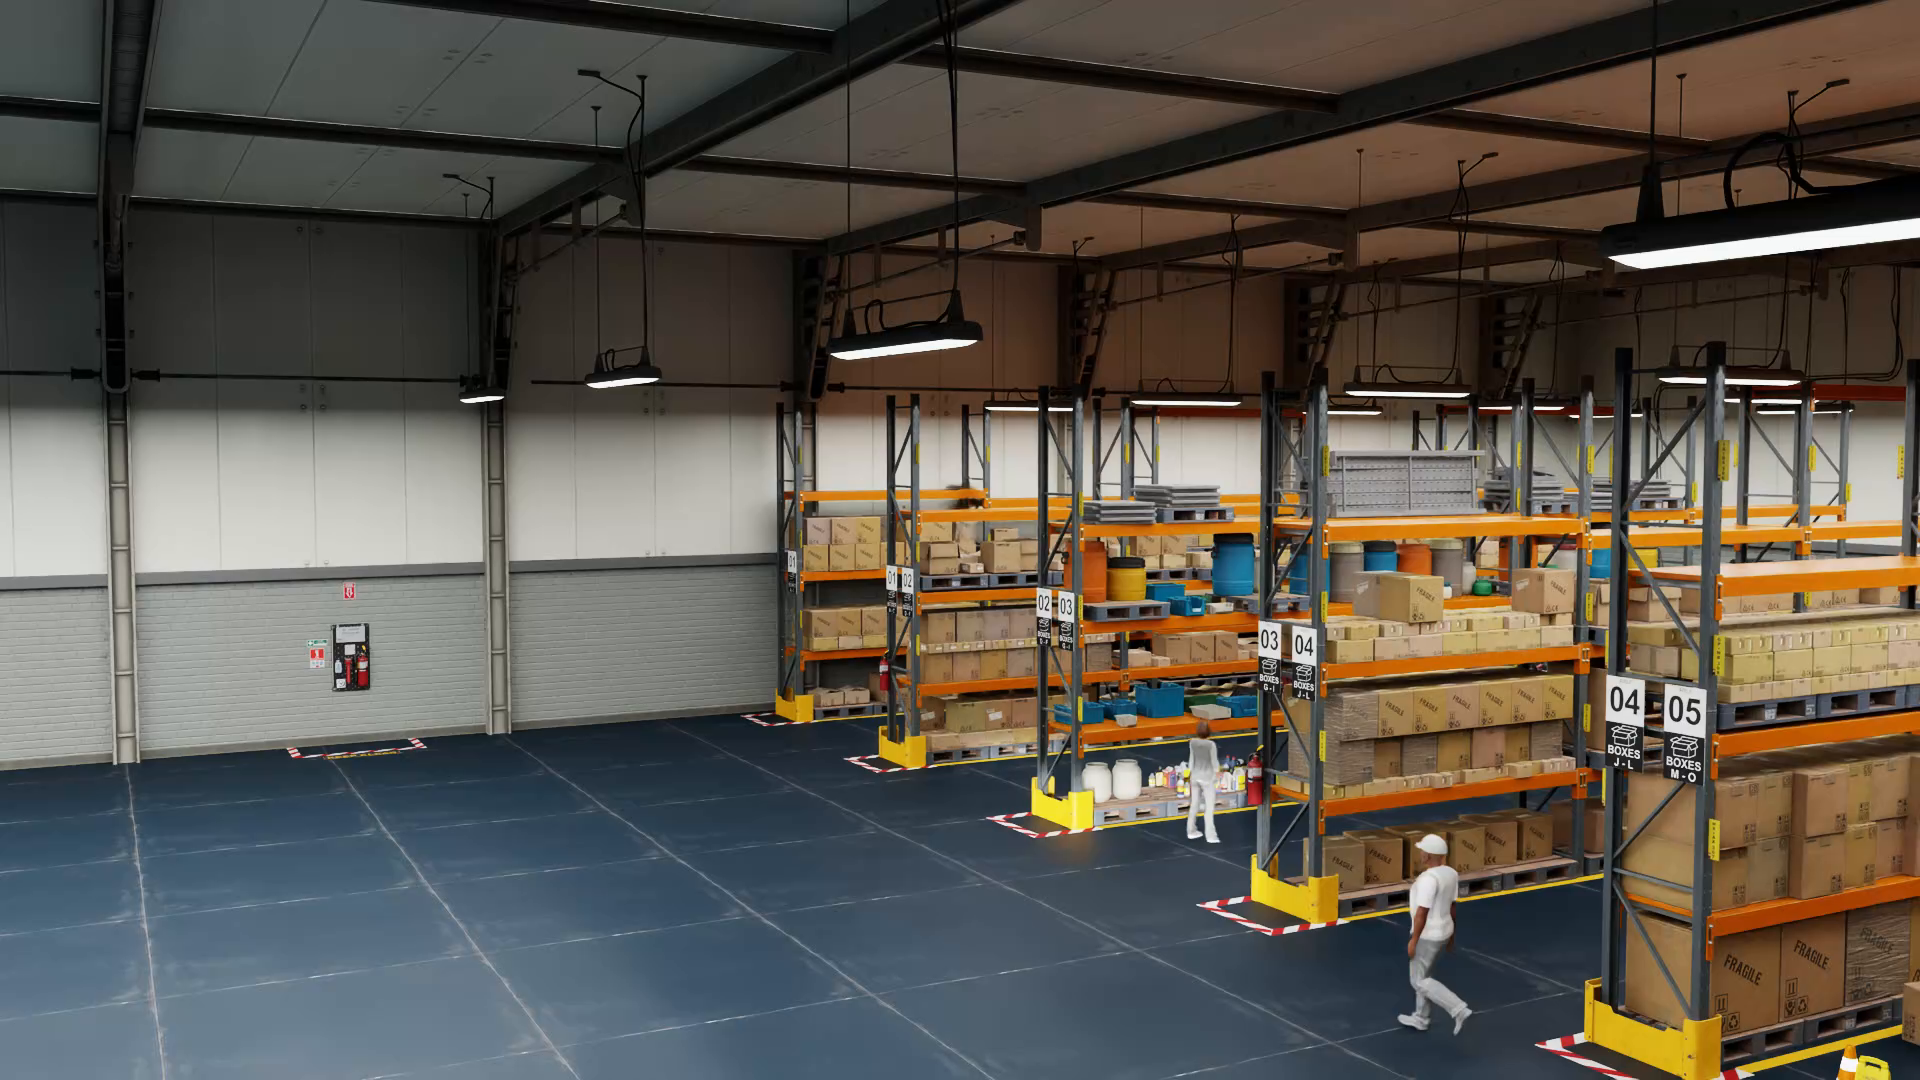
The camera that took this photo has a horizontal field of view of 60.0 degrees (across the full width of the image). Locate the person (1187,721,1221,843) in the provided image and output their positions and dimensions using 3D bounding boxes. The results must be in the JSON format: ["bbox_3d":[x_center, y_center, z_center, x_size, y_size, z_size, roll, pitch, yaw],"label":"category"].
[{"bbox_3d":[3.184,3.149,21.721,0.369,1.587,0.489,-3,4,-38],"label":"person"}]

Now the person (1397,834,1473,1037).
[{"bbox_3d":[4.157,3.455,14.526,0.763,1.760,0.569,3,4,38],"label":"person"}]
